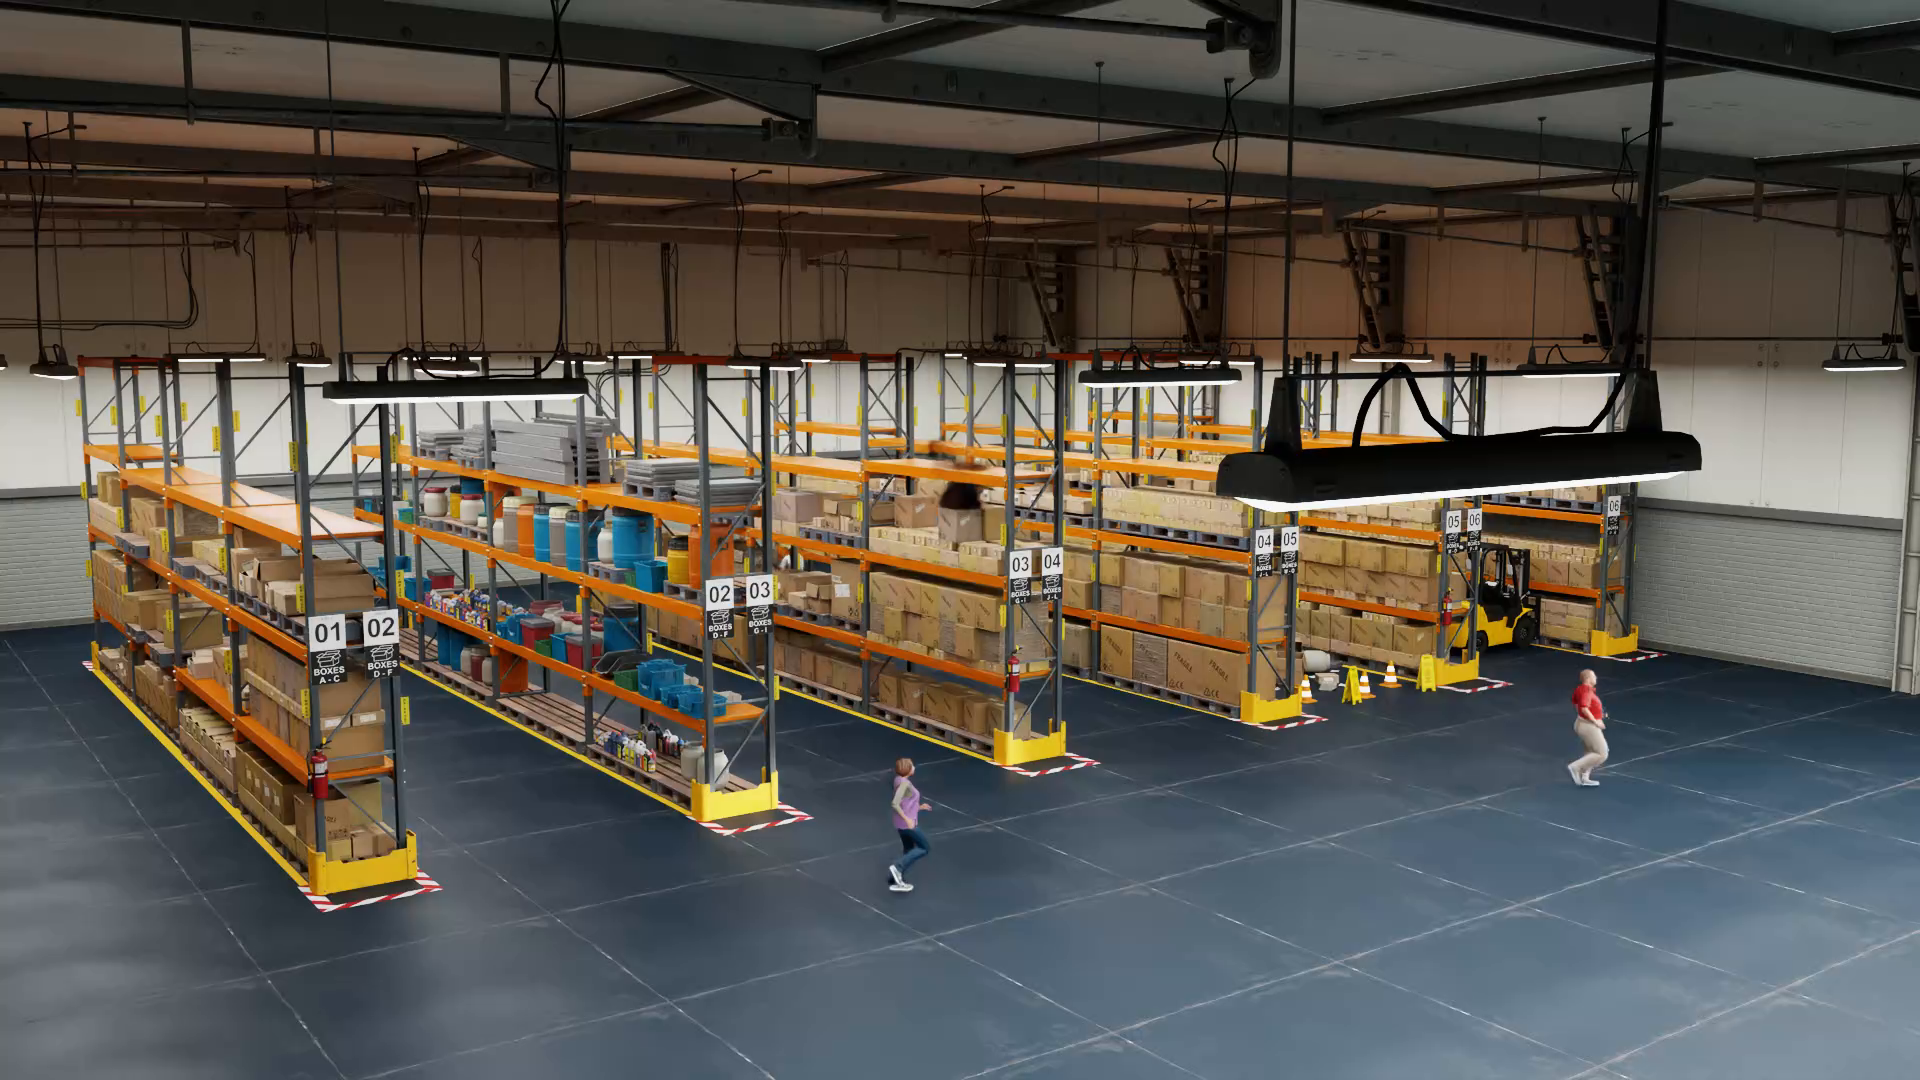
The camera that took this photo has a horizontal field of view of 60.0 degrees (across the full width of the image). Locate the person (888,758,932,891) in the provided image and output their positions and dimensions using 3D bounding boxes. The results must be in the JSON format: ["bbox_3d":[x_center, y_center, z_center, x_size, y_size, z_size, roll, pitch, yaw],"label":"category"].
[{"bbox_3d":[-0.568,3.255,19.040,0.529,1.557,0.525,-2,7,-13],"label":"person"}]

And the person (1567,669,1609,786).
[{"bbox_3d":[8.881,2.658,23.482,0.619,1.669,0.658,0,7,2],"label":"person"}]

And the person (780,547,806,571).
[{"bbox_3d":[-3.738,0.949,37.300,0.689,1.775,0.856,-5,8,-35],"label":"person"}]

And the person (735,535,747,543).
[{"bbox_3d":[-5.317,0.610,40.309,0.669,1.717,0.819,1,7,10],"label":"person"}]
